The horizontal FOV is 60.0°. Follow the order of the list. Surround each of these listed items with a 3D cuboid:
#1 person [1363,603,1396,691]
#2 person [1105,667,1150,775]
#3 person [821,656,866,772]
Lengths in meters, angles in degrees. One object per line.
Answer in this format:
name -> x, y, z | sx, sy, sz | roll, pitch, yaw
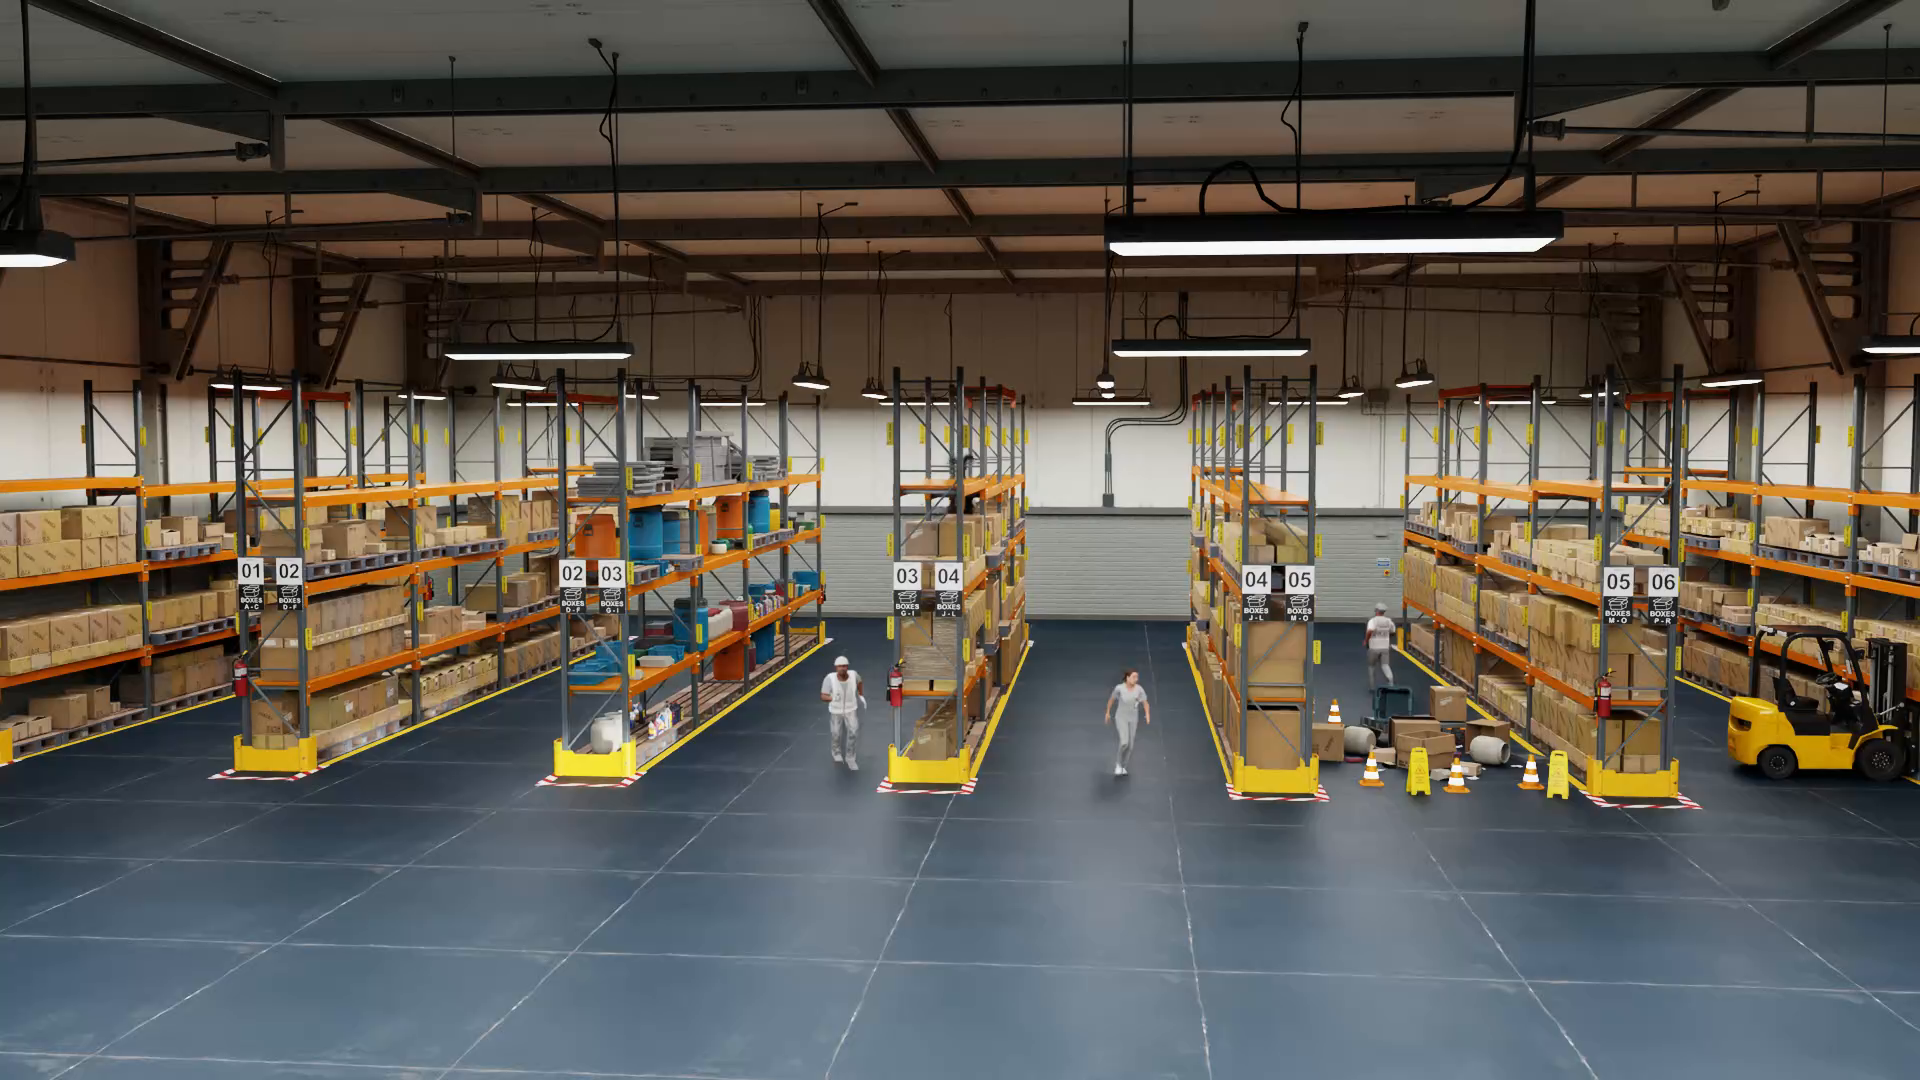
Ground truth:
person -> 8.184, 2.097, 32.446 | 0.660, 1.751, 0.926 | 0, 4, -6
person -> 2.484, 2.663, 24.383 | 0.546, 1.617, 0.755 | -1, 4, -14
person -> -1.744, 2.589, 24.990 | 0.709, 1.737, 0.994 | -1, 4, -9
